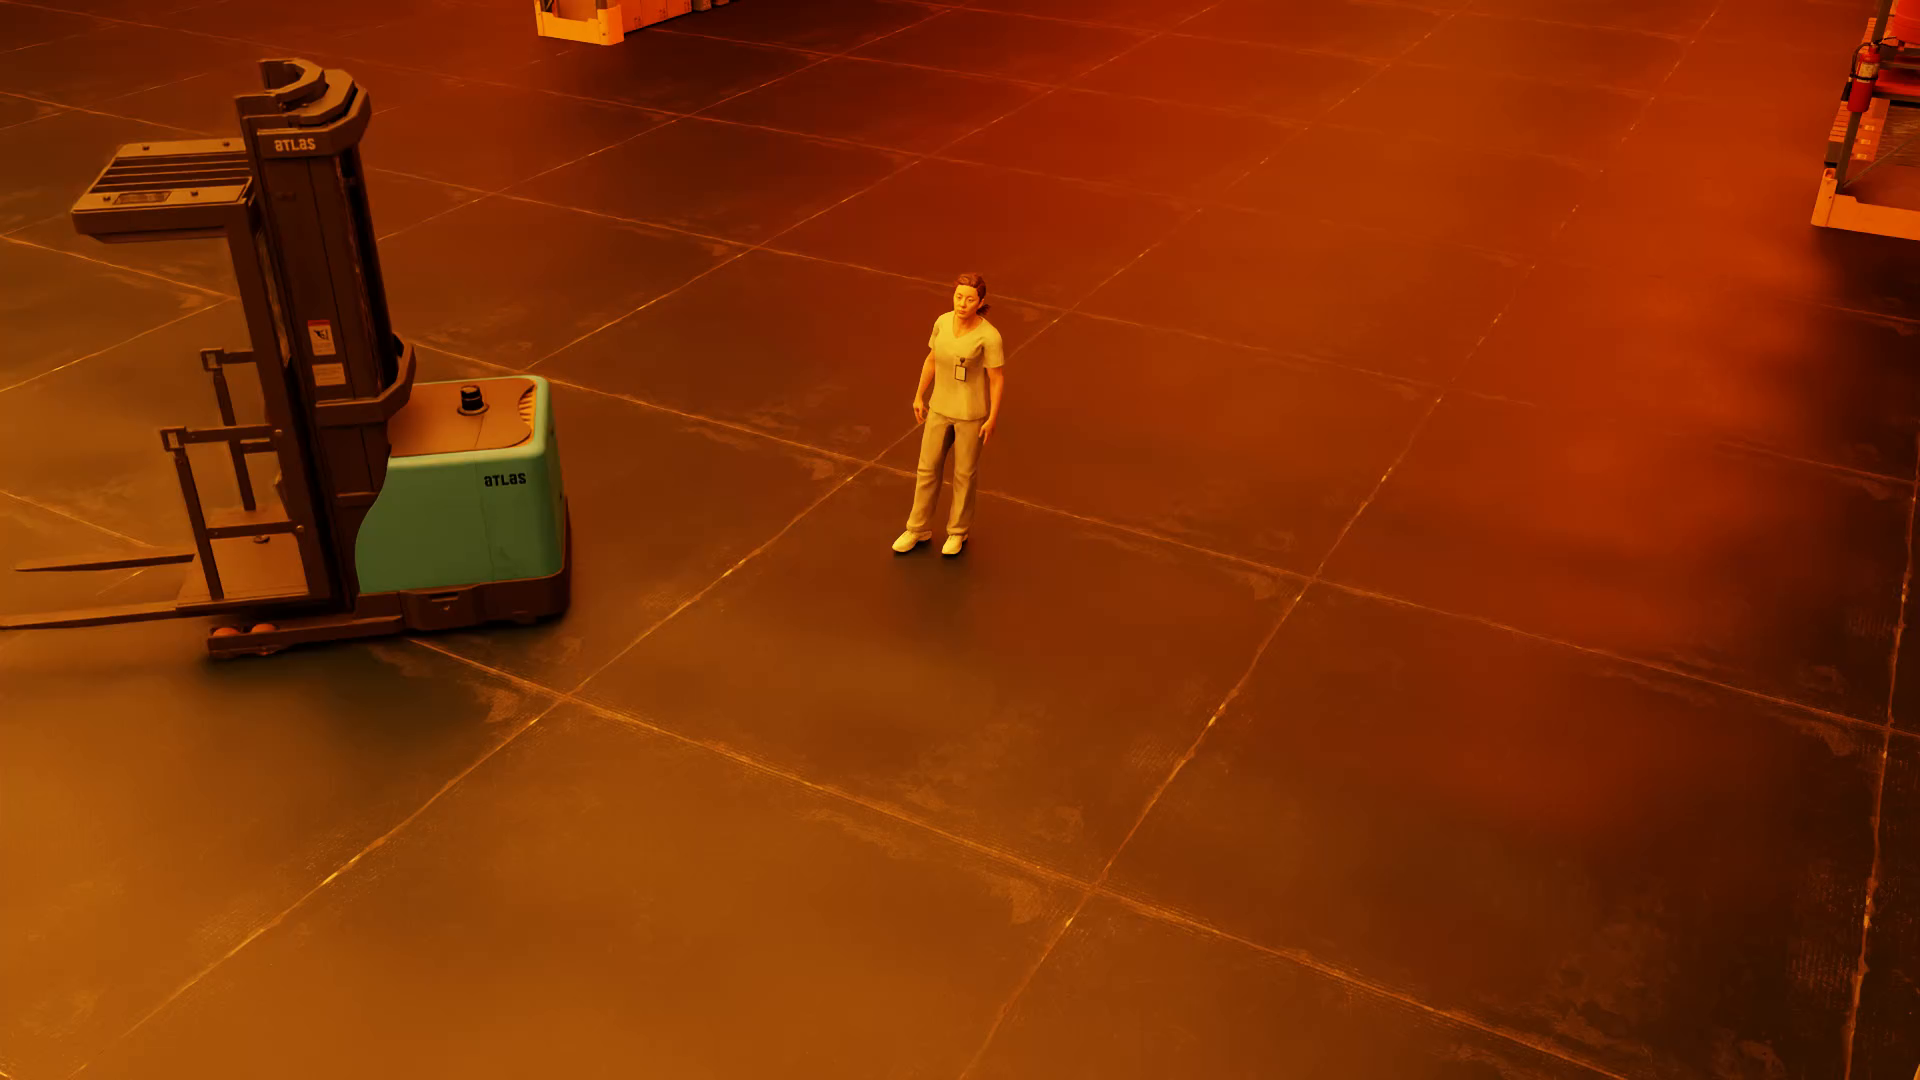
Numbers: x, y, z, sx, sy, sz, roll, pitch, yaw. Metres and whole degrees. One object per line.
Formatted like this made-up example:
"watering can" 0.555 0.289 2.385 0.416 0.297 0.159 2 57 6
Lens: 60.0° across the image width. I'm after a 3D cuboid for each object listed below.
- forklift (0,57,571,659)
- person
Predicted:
"forklift" -3.739 -0.919 8.664 3.031 2.935 1.130 -5 30 -9
"person" -0.021 -0.642 9.607 0.519 1.360 0.395 15 33 25
